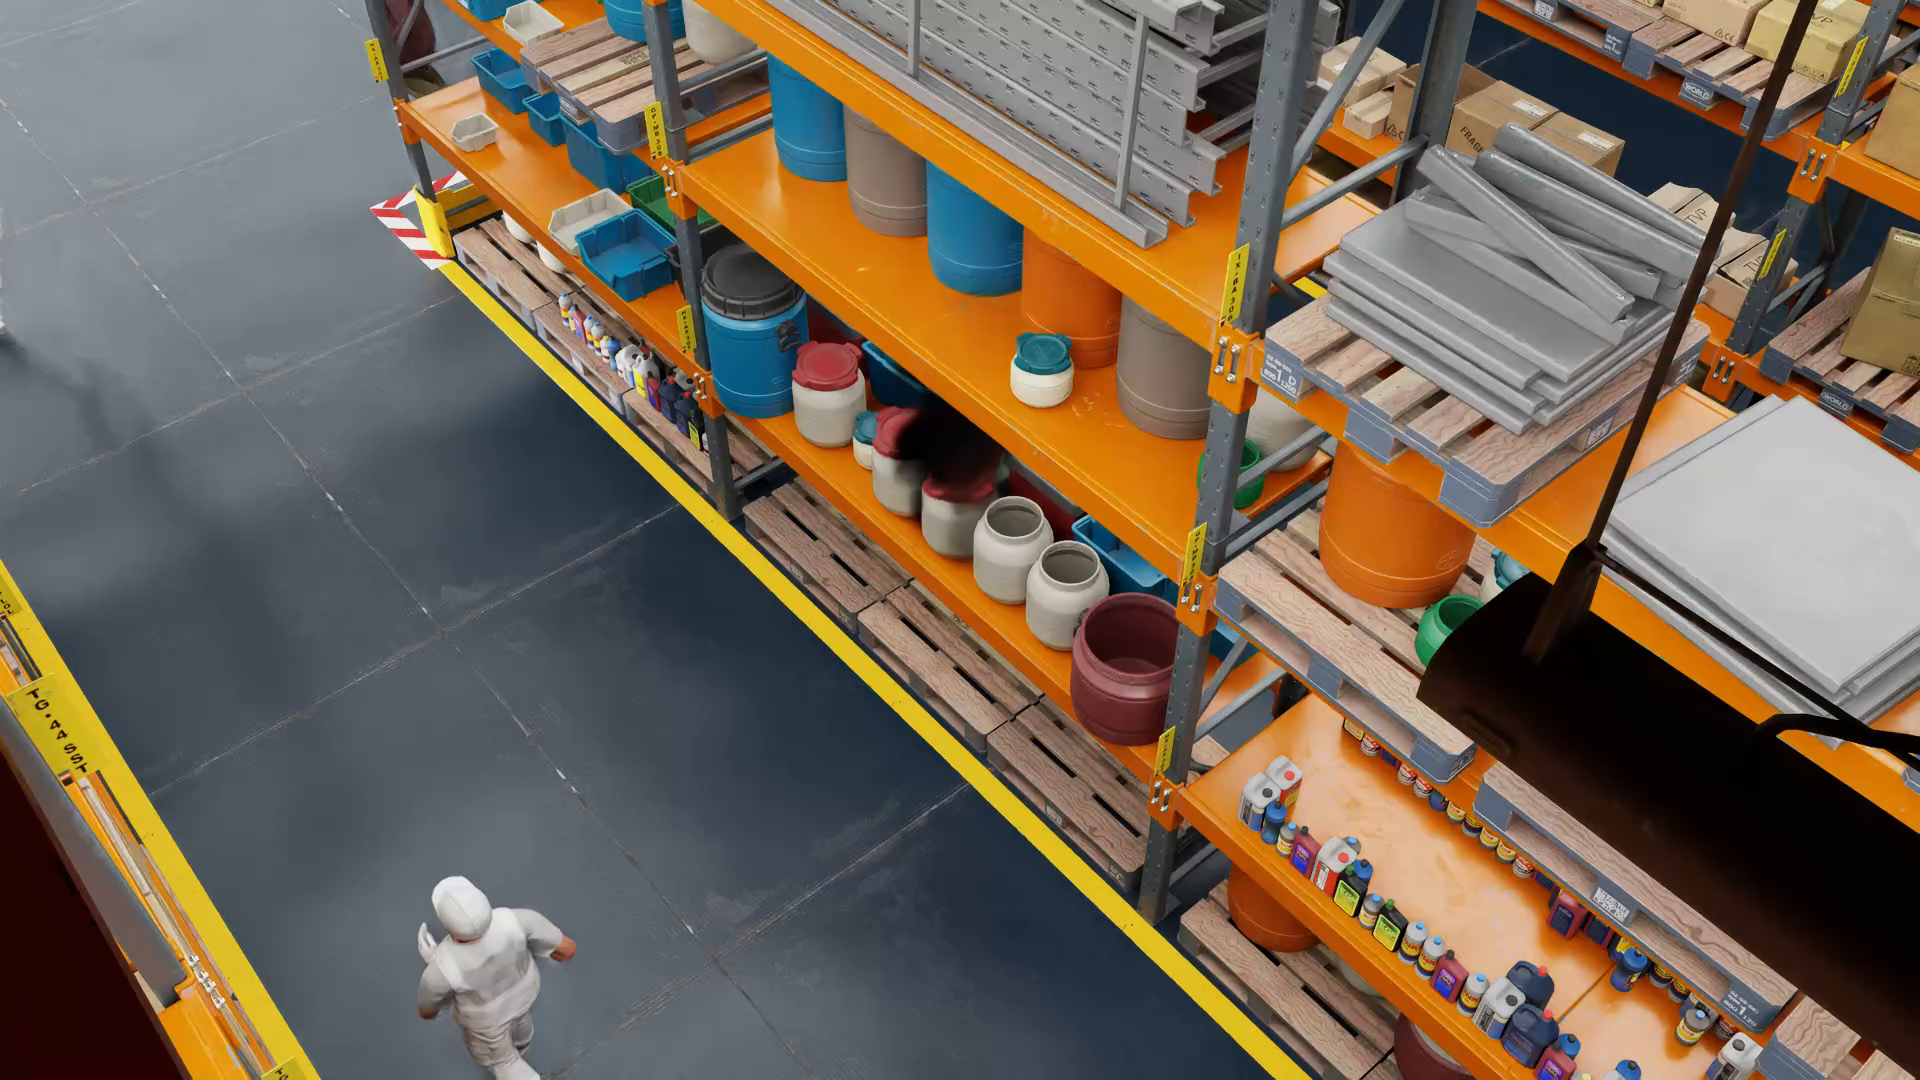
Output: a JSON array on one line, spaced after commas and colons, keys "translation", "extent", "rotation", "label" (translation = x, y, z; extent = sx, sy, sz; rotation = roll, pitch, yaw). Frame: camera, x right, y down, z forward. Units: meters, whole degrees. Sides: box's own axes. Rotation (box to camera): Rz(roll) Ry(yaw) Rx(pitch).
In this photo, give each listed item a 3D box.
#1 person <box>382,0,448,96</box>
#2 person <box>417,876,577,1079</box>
[{"translation": [-4.585, -4.152, 13.757], "extent": [0.595, 1.704, 0.714], "rotation": [9, 47, 8], "label": "person"}, {"translation": [-2.068, 2.035, 7.421], "extent": [0.667, 1.797, 0.893], "rotation": [-35, 56, -29], "label": "person"}]
